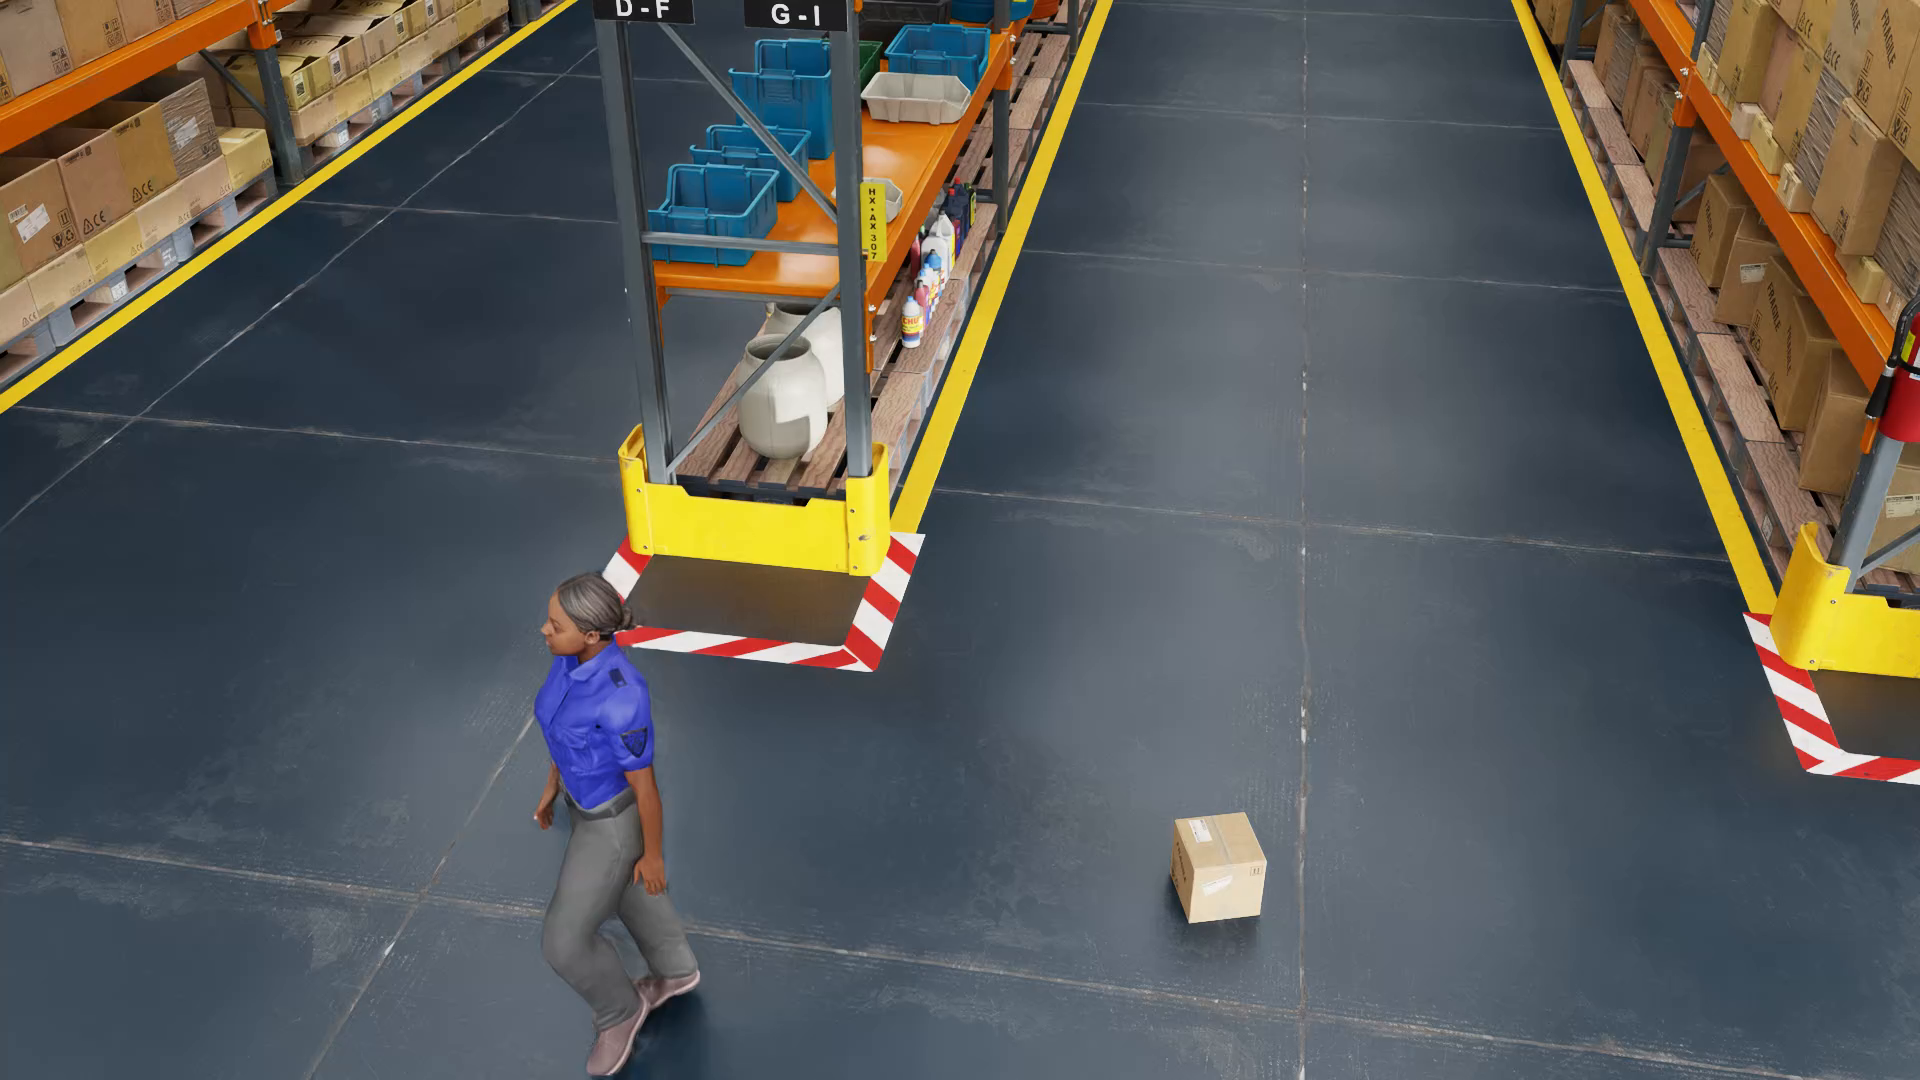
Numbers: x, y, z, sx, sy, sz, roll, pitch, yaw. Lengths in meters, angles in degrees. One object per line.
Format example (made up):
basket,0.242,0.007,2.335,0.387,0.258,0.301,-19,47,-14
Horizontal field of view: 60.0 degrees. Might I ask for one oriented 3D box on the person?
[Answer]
person,-1.050,0.835,4.849,0.495,1.714,0.485,-15,36,-22
